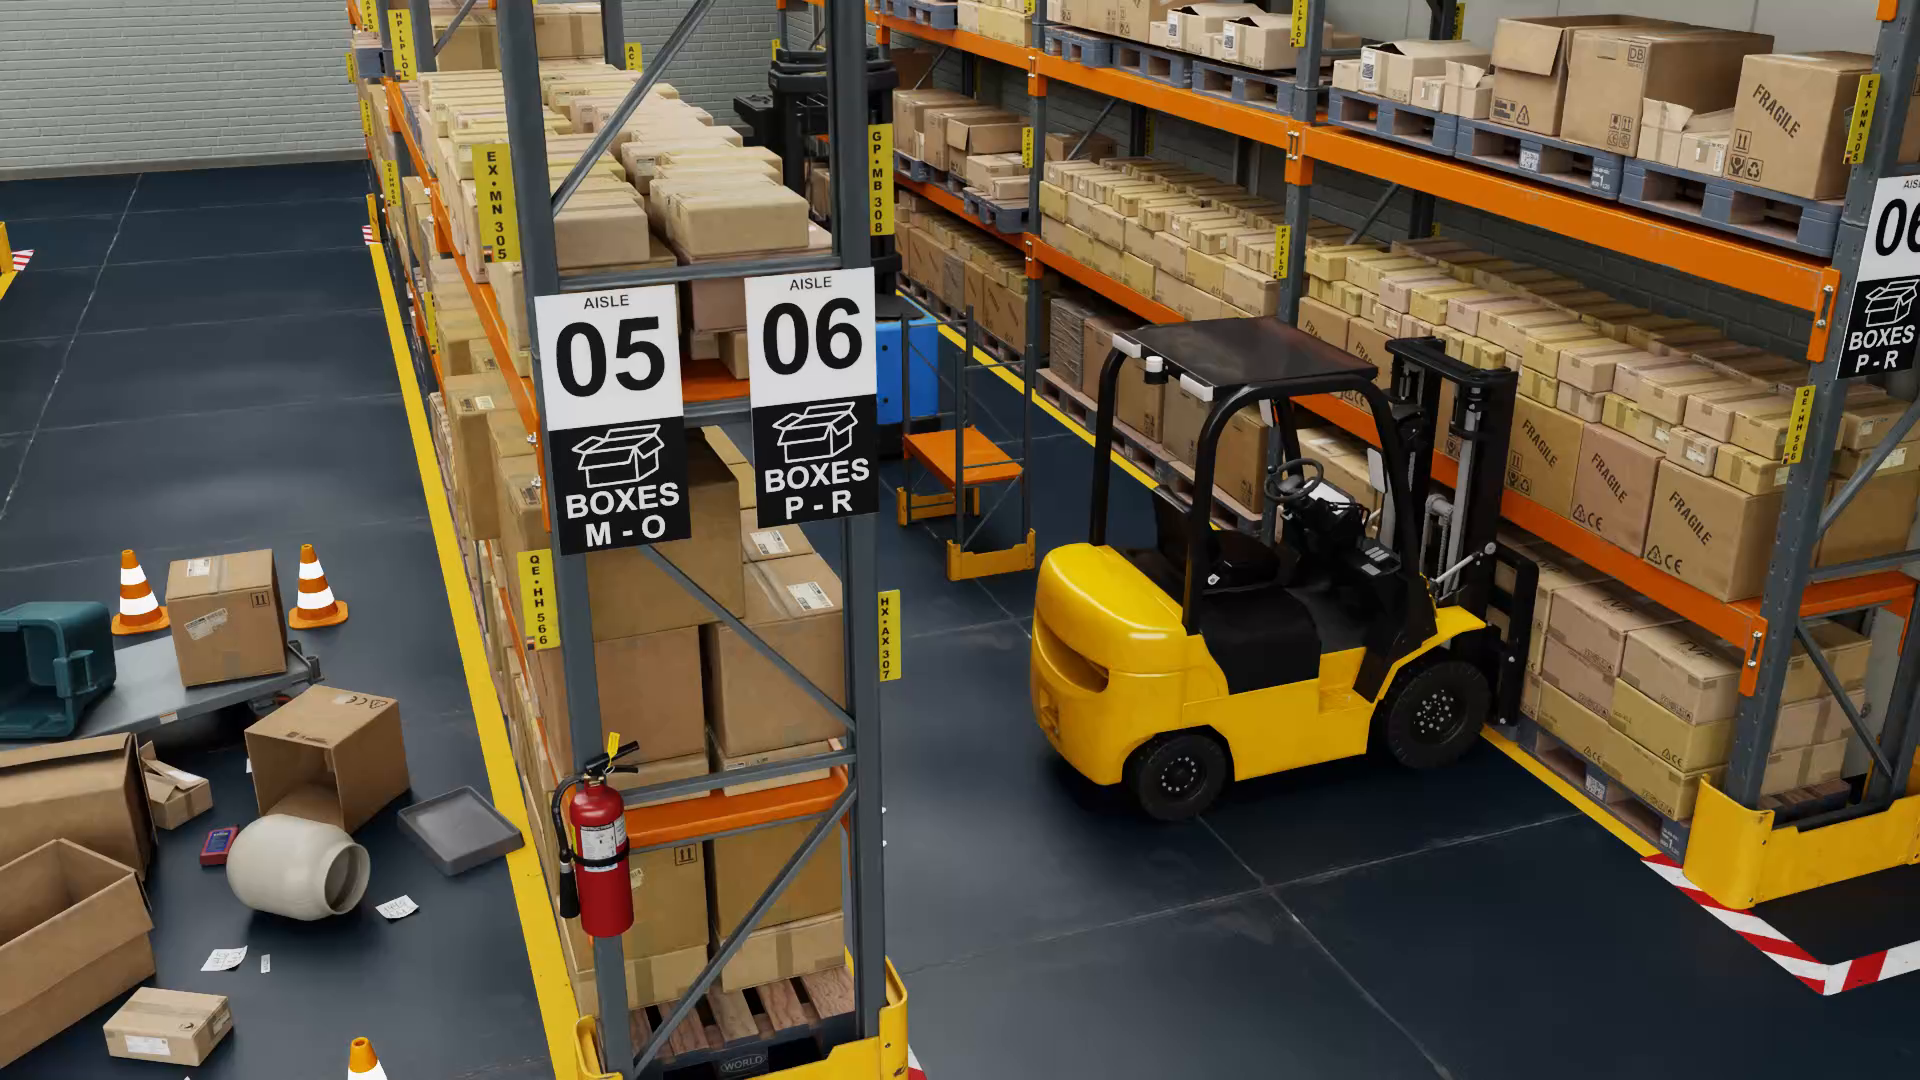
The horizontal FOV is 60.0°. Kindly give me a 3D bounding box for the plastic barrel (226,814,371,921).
[{"bbox_3d":[-2.899,1.438,7.293,0.512,0.421,0.421,8,24,18],"label":"plastic barrel"}]

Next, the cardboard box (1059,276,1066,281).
[{"bbox_3d":[1.022,-2.210,15.308,0.500,0.500,0.500,-8,24,-19],"label":"cardboard box"}]

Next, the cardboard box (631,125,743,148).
[{"bbox_3d":[-1.034,-1.471,6.312,0.380,0.149,0.250,-8,24,-18],"label":"cardboard box"}]

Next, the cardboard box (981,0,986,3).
[{"bbox_3d":[0.400,-4.766,14.513,0.380,0.149,0.250,-8,24,-19],"label":"cardboard box"}]

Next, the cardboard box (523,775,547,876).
[{"bbox_3d":[-1.656,1.232,7.465,0.500,0.250,0.500,-9,25,-21],"label":"cardboard box"}]

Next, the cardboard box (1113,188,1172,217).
[{"bbox_3d":[1.366,-2.517,12.395,0.380,0.149,0.250,-8,24,-18],"label":"cardboard box"}]

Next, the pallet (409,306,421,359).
[{"bbox_3d":[-4.649,-2.012,15.751,1.003,0.211,1.213,-8,24,-19],"label":"pallet"}]

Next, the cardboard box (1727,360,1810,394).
[{"bbox_3d":[3.803,-0.716,7.739,0.380,0.149,0.250,-8,24,-18],"label":"cardboard box"}]

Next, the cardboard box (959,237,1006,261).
[{"bbox_3d":[0.209,-2.766,15.794,0.380,0.149,0.250,-10,25,-22],"label":"cardboard box"}]

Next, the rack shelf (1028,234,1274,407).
[{"bbox_3d":[1.770,-1.737,12.436,1.077,0.370,4.000,-8,24,-19],"label":"rack shelf"}]

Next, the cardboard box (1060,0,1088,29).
[{"bbox_3d":[1.091,-4.167,12.614,0.500,0.500,0.500,-8,24,-19],"label":"cardboard box"}]

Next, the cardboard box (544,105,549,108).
[{"bbox_3d":[-1.758,-1.986,8.048,0.500,0.250,0.500,-9,24,-19],"label":"cardboard box"}]

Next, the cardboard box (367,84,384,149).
[{"bbox_3d":[-5.106,-3.874,15.163,0.500,0.500,0.500,-8,24,-18],"label":"cardboard box"}]

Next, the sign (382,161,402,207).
[{"bbox_3d":[-4.097,-2.569,11.993,0.100,0.325,0.005,-8,24,-19],"label":"sign"}]

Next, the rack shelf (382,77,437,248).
[{"bbox_3d":[-2.873,-2.437,10.234,1.077,0.370,4.000,-8,24,-19],"label":"rack shelf"}]

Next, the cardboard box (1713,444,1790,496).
[{"bbox_3d":[3.505,-0.321,7.186,0.380,0.149,0.250,-8,24,-18],"label":"cardboard box"}]

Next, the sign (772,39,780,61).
[{"bbox_3d":[-2.271,-6.027,20.572,0.100,0.325,0.005,-8,24,-19],"label":"sign"}]

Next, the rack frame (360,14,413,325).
[{"bbox_3d":[-4.992,-3.567,15.850,1.000,3.000,0.127,-8,24,-19],"label":"rack frame"}]

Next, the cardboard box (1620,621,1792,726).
[{"bbox_3d":[3.435,0.600,7.678,0.500,0.250,0.500,-8,24,-17],"label":"cardboard box"}]

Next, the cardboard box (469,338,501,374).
[{"bbox_3d":[-1.632,-0.562,6.923,0.700,0.500,0.500,-9,24,-19],"label":"cardboard box"}]

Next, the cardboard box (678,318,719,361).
[{"bbox_3d":[-0.743,-0.721,5.560,0.380,0.149,0.250,-9,25,-21],"label":"cardboard box"}]

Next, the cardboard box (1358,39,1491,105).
[{"bbox_3d":[2.542,-2.587,9.110,0.500,0.311,0.500,-8,24,-18],"label":"cardboard box"}]

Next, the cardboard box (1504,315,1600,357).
[{"bbox_3d":[3.018,-1.029,8.481,0.380,0.149,0.250,-8,24,-18],"label":"cardboard box"}]

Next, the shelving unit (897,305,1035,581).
[{"bbox_3d":[0.027,-0.663,10.893,0.587,1.500,1.083,-8,24,-19],"label":"shelving unit"}]

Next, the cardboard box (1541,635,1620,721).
[{"bbox_3d":[3.258,0.637,8.233,0.500,0.250,0.500,-9,24,-20],"label":"cardboard box"}]

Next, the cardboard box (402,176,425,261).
[{"bbox_3d":[-3.637,-2.295,11.779,0.500,0.500,0.500,-9,24,-20],"label":"cardboard box"}]

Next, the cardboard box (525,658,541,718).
[{"bbox_3d":[-1.468,0.541,6.429,0.380,0.149,0.250,-8,24,-18],"label":"cardboard box"}]

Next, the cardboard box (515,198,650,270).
[{"bbox_3d":[-1.149,-0.923,5.012,0.380,0.149,0.250,-8,24,-18],"label":"cardboard box"}]

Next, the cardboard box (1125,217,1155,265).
[{"bbox_3d":[1.539,-2.205,12.169,0.500,0.250,0.500,-8,24,-18],"label":"cardboard box"}]

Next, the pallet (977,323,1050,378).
[{"bbox_3d":[0.835,-1.787,15.218,1.003,0.211,1.213,-8,24,-19],"label":"pallet"}]

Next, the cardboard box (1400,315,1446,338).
[{"bbox_3d":[2.663,-1.155,9.165,0.380,0.149,0.250,-9,24,-20],"label":"cardboard box"}]

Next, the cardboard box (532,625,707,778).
[{"bbox_3d":[-1.203,0.451,5.806,0.500,0.500,0.500,-9,24,-20],"label":"cardboard box"}]

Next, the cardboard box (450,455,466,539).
[{"bbox_3d":[-2.858,-0.346,11.051,0.950,0.372,0.625,-8,24,-17],"label":"cardboard box"}]

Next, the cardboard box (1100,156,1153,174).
[{"bbox_3d":[1.367,-3.050,13.661,0.380,0.149,0.250,-8,24,-17],"label":"cardboard box"}]

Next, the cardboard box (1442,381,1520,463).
[{"bbox_3d":[2.926,-0.635,8.765,0.500,0.500,0.500,-8,24,-19],"label":"cardboard box"}]

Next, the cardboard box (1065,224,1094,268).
[{"bbox_3d":[1.164,-2.348,13.152,0.500,0.250,0.500,-9,24,-20],"label":"cardboard box"}]

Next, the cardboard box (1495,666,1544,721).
[{"bbox_3d":[3.093,0.692,8.745,0.500,0.250,0.500,-8,24,-18],"label":"cardboard box"}]

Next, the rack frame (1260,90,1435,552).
[{"bbox_3d":[2.476,-1.342,10.572,1.000,3.000,0.127,-8,24,-19],"label":"rack frame"}]

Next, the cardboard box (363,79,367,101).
[{"bbox_3d":[-5.589,-4.392,16.393,0.500,0.500,0.500,-9,24,-20],"label":"cardboard box"}]

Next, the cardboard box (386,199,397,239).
[{"bbox_3d":[-4.566,-2.742,14.087,0.500,0.250,0.500,-9,24,-20],"label":"cardboard box"}]

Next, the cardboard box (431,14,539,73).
[{"bbox_3d":[-2.490,-2.590,8.679,0.500,0.250,0.500,-8,24,-18],"label":"cardboard box"}]

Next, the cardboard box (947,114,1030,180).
[{"bbox_3d":[0.313,-3.604,15.266,0.797,0.503,0.637,-9,24,-20],"label":"cardboard box"}]

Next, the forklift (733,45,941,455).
[{"bbox_3d":[-1.137,-2.477,13.353,1.130,2.935,3.031,-8,24,-19],"label":"forklift"}]

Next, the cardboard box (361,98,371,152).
[{"bbox_3d":[-6.137,-4.485,17.900,0.500,0.500,0.500,-8,24,-19],"label":"cardboard box"}]

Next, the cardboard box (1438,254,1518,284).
[{"bbox_3d":[3.028,-1.558,9.739,0.380,0.149,0.250,-9,24,-19],"label":"cardboard box"}]

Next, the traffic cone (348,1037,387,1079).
[{"bbox_3d":[-2.112,1.983,5.948,0.336,0.463,0.334,-8,24,-19],"label":"traffic cone"}]

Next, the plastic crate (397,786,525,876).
[{"bbox_3d":[-2.379,1.369,7.900,0.402,0.080,0.583,-18,29,-37],"label":"plastic crate"}]

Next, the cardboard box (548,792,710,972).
[{"bbox_3d":[-1.280,1.266,6.417,0.500,0.500,0.500,-8,24,-19],"label":"cardboard box"}]

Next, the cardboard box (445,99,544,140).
[{"bbox_3d":[-1.954,-1.764,7.009,0.380,0.149,0.250,-9,25,-21],"label":"cardboard box"}]

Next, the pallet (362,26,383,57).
[{"bbox_3d":[-4.254,-4.041,13.357,1.003,0.211,1.213,-7,24,-17],"label":"pallet"}]

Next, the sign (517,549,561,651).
[{"bbox_3d":[-1.279,0.183,5.055,0.100,0.325,0.005,-8,24,-19],"label":"sign"}]

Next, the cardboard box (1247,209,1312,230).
[{"bbox_3d":[2.246,-2.224,11.700,0.380,0.149,0.250,-8,24,-19],"label":"cardboard box"}]

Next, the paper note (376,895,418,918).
[{"bbox_3d":[-2.490,1.623,7.359,0.142,0.019,0.148,-18,29,-37],"label":"paper note"}]

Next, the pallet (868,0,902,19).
[{"bbox_3d":[-0.185,-5.298,16.338,1.213,0.211,1.003,-8,24,-19],"label":"pallet"}]

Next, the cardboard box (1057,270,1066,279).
[{"bbox_3d":[1.102,-2.469,15.087,0.380,0.149,0.250,-8,24,-17],"label":"cardboard box"}]
